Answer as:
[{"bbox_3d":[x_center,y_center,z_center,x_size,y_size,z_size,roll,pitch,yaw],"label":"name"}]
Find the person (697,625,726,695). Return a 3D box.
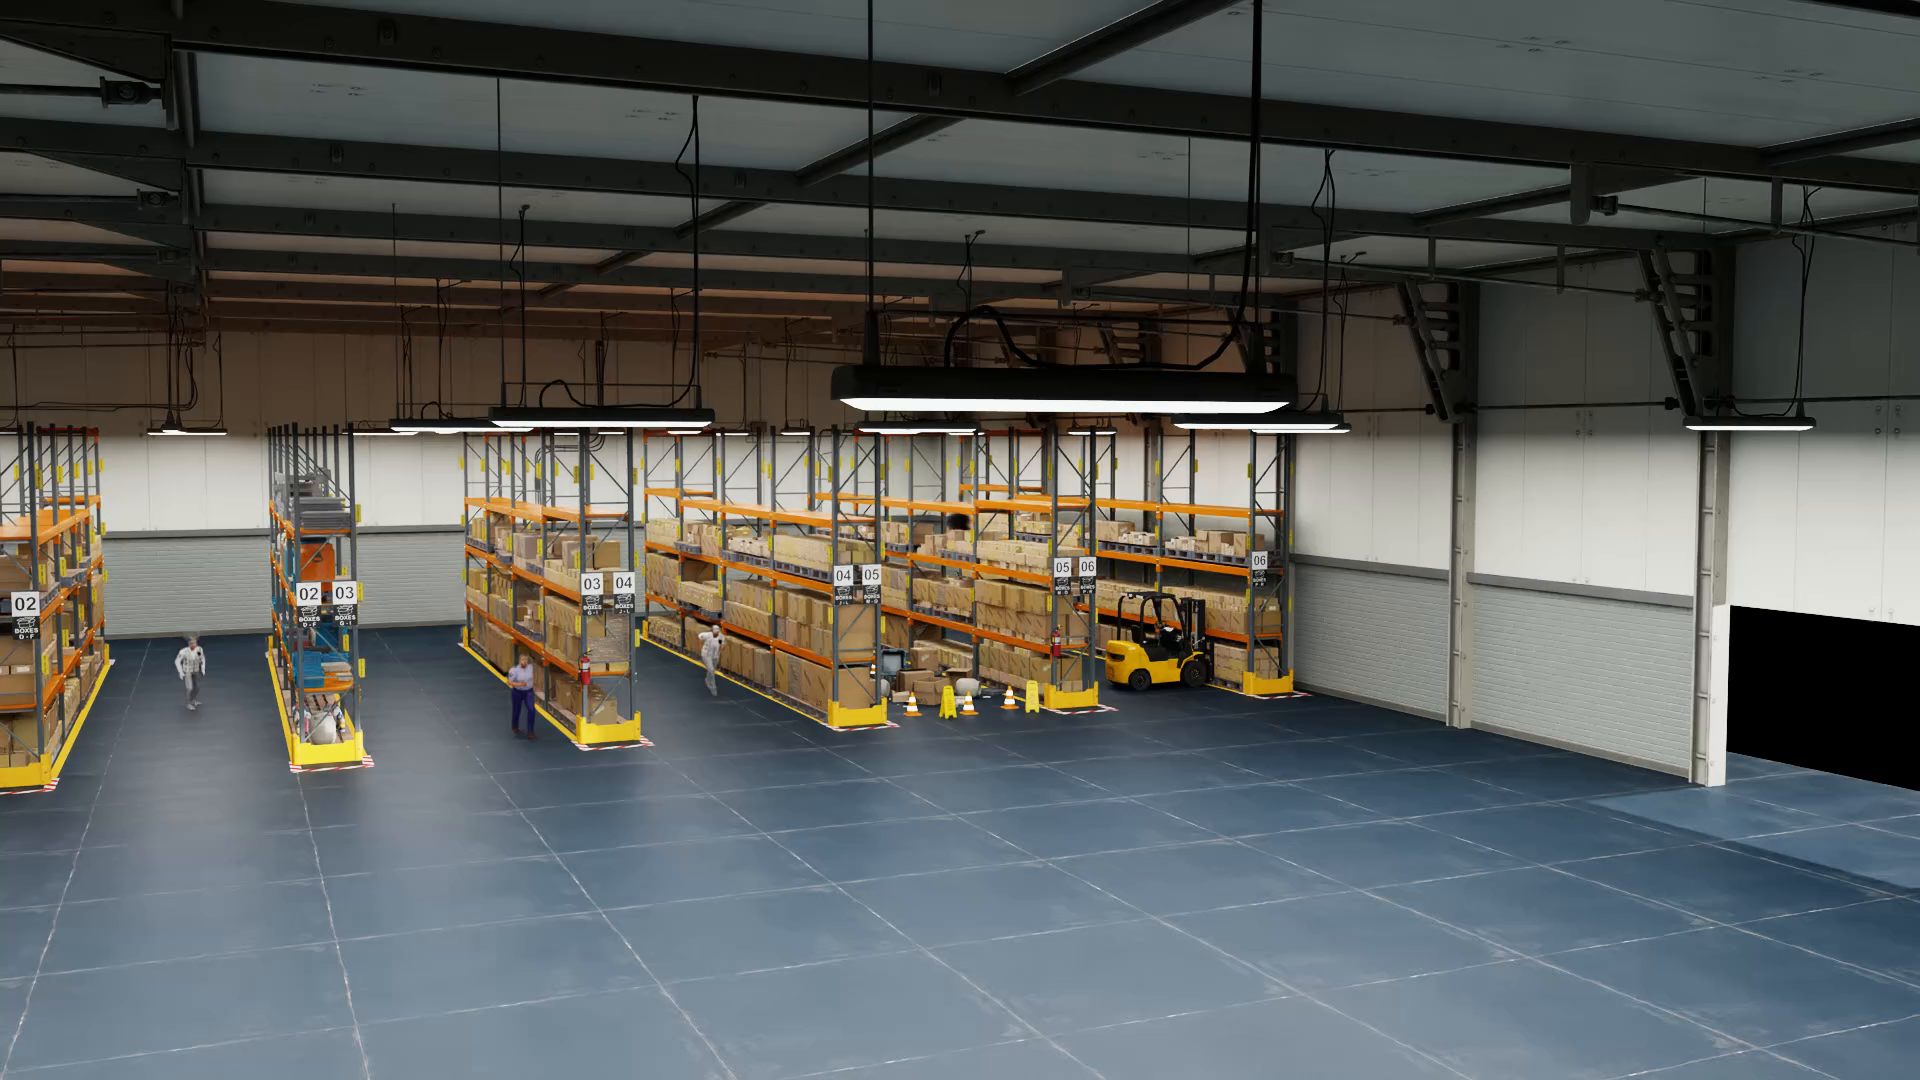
[{"bbox_3d":[-5.610,2.682,37.408,0.655,1.632,1.019,-2,4,-24],"label":"person"}]

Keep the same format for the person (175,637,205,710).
[{"bbox_3d":[-16.303,2.793,35.196,0.781,1.557,0.648,3,4,38],"label":"person"}]

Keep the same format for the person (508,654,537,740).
[{"bbox_3d":[-8.386,2.967,31.808,0.602,1.633,0.923,-2,4,-29],"label":"person"}]

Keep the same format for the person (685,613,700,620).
[{"bbox_3d":[-8.049,1.903,49.396,0.947,1.639,0.581,-2,4,-29],"label":"person"}]

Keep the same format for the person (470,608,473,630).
[{"bbox_3d":[-13.782,1.993,47.186,0.591,1.716,0.680,1,4,9],"label":"person"}]
